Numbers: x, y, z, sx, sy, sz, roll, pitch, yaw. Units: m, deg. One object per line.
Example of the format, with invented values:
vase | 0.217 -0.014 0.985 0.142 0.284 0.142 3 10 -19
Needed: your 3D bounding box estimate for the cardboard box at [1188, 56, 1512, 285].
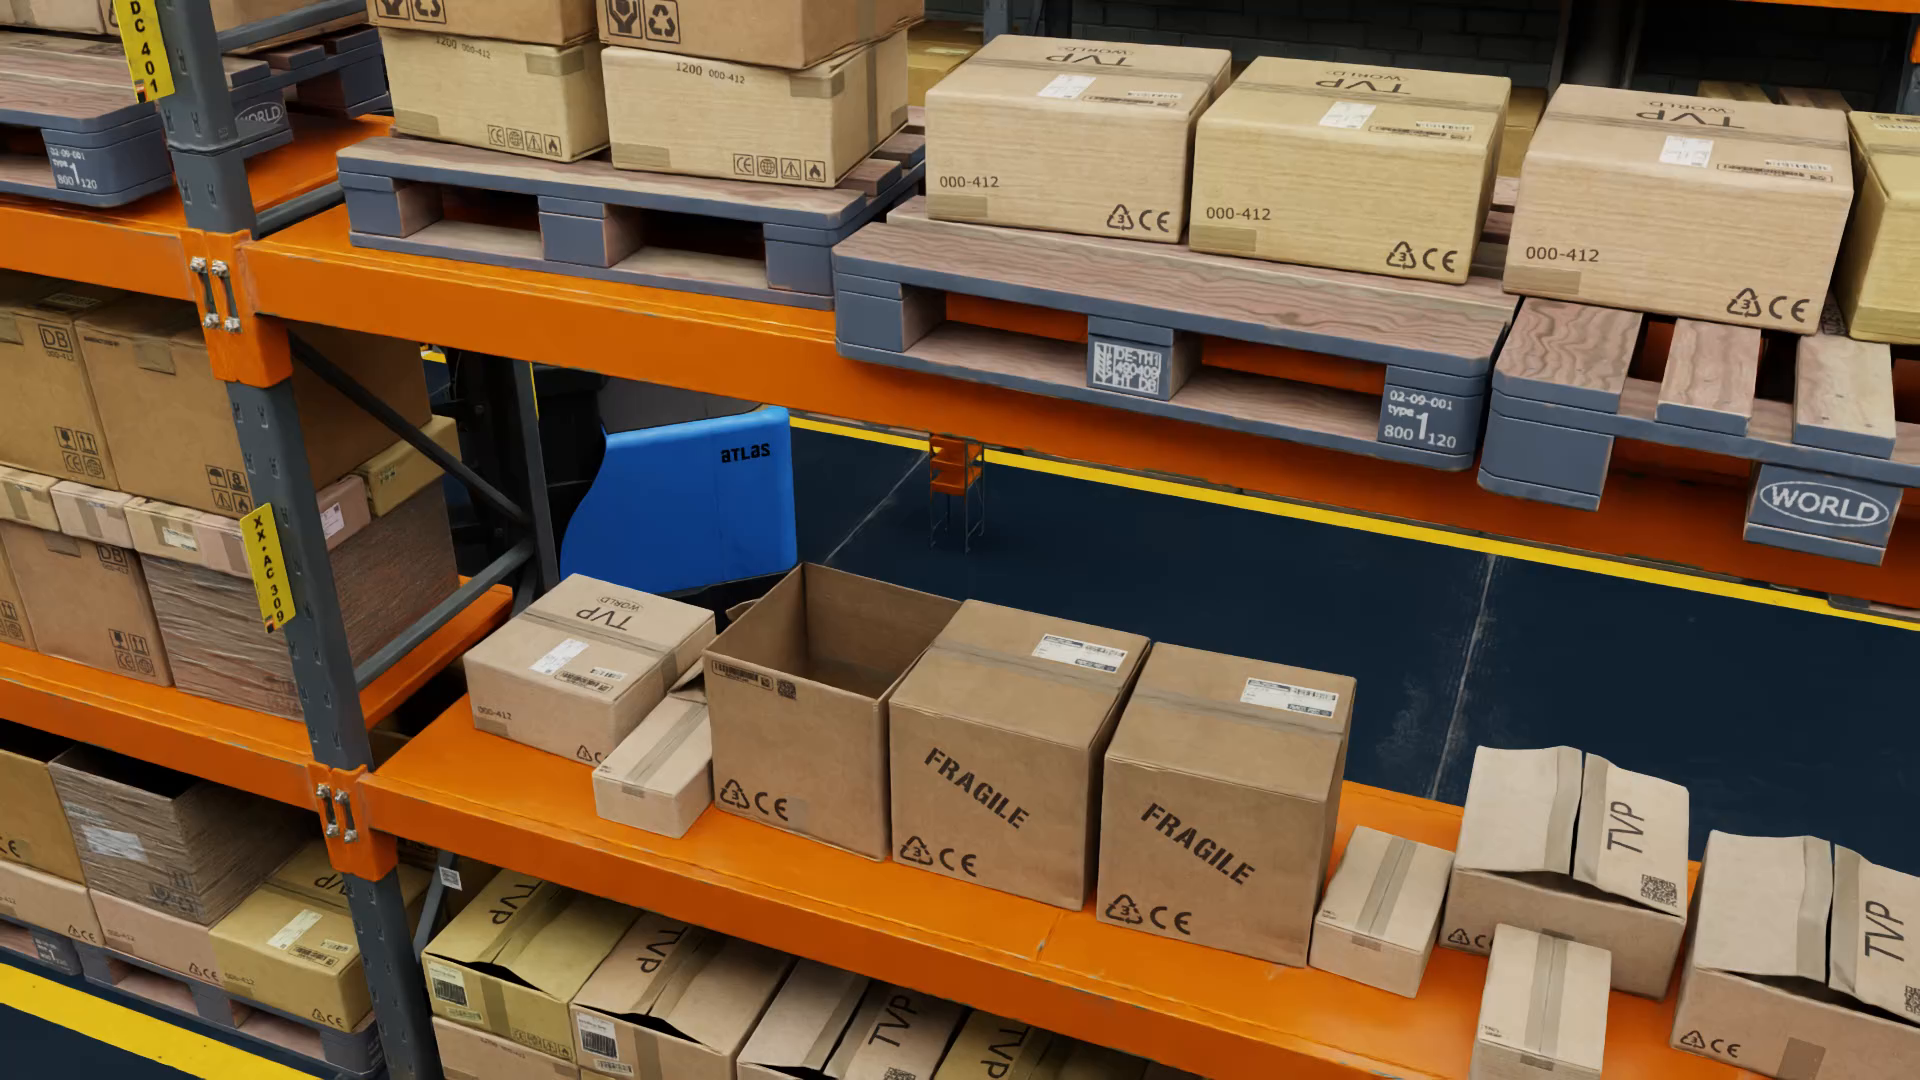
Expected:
cardboard box | 0.742 -0.712 3.138 0.500 0.250 0.500 11 31 18

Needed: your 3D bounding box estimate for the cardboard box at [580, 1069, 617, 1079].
cardboard box | -0.750 1.526 4.869 0.500 0.250 0.500 12 32 20

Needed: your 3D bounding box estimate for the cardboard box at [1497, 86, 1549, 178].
cardboard box | 2.459 -1.828 7.887 0.500 0.500 0.700 11 31 19

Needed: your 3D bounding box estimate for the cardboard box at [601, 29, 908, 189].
cardboard box | -0.427 -0.975 3.604 0.500 0.250 0.500 8 31 14

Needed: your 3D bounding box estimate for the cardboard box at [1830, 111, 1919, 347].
cardboard box | 1.761 -0.512 2.785 0.500 0.250 0.500 9 31 15

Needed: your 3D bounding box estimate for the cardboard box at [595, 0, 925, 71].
cardboard box | -0.411 -1.294 3.405 0.500 0.500 0.500 14 33 24

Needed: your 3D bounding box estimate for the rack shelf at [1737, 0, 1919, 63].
rack shelf | 2.208 -2.653 7.577 4.000 0.370 1.077 11 31 19

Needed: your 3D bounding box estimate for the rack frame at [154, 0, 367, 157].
rack frame | -1.504 -2.382 3.320 0.127 3.000 1.000 11 31 19

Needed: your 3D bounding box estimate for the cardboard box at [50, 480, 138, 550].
cardboard box | -2.309 -0.143 4.694 0.250 0.149 0.380 10 31 18

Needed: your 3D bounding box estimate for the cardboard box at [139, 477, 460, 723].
cardboard box | -1.918 0.107 4.911 0.500 0.500 0.700 10 31 18

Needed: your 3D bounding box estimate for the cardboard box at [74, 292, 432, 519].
cardboard box | -1.918 -0.458 4.592 0.500 0.500 0.700 11 31 19

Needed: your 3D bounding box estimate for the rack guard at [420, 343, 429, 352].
rack guard | -3.281 -1.668 10.693 0.348 0.500 1.175 11 31 19

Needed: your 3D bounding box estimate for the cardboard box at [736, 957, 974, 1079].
cardboard box | -0.273 1.380 4.558 0.500 0.311 0.500 10 31 17

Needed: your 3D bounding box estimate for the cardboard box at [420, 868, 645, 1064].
cardboard box | -1.215 1.189 4.895 0.500 0.311 0.500 11 31 19

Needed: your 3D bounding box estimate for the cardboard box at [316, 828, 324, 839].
cardboard box | -2.281 0.925 5.933 0.500 0.250 0.500 11 31 19

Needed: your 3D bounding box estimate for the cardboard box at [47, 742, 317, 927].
cardboard box | -2.475 0.833 5.333 0.500 0.500 0.500 11 31 19

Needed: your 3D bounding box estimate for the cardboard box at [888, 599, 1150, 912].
cardboard box | 0.154 0.525 4.170 0.500 0.500 0.500 11 31 19

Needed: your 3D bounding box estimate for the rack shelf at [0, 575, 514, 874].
rack shelf | -3.357 0.173 5.627 4.000 0.370 1.077 11 31 19

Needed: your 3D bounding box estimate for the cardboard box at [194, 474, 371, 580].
cardboard box | -1.837 -0.049 4.528 0.250 0.149 0.380 11 31 19

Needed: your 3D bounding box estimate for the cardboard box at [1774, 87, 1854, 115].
cardboard box | 3.730 -1.858 7.280 0.250 0.149 0.380 7 30 13

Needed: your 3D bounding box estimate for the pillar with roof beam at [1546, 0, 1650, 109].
pillar with roof beam | 1.563 -2.574 3.658 0.400 9.000 9.100 11 31 19

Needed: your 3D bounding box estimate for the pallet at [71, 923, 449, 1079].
pallet | -2.225 1.277 5.776 1.213 0.211 1.003 11 31 19

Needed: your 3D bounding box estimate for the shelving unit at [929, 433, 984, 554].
shelving unit | -0.013 -0.525 7.959 0.189 1.200 0.258 11 31 19

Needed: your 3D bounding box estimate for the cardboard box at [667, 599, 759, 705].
cardboard box | -0.620 0.367 4.689 0.258 0.266 0.396 11 31 18

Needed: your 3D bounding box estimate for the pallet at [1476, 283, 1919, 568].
pallet | 1.540 -0.339 2.945 1.003 0.211 1.213 13 32 21

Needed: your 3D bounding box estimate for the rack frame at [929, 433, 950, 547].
rack frame | -0.098 -0.542 7.989 0.006 1.200 0.240 11 31 19

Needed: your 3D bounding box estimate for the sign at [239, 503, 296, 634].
sign | -1.711 0.071 4.115 0.005 0.325 0.100 11 31 19

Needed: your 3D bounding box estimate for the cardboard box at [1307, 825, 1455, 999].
cardboard box | 0.999 0.869 3.920 0.250 0.149 0.380 14 32 23

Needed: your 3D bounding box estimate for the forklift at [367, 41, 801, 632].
forklift | -2.287 -0.863 6.798 3.031 2.935 1.130 -10 31 -17

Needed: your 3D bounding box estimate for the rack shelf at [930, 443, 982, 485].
rack shelf | -0.013 -0.382 8.040 0.180 0.103 0.258 11 31 19

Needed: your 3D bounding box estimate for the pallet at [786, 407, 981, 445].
pallet | -0.281 -0.924 9.671 1.213 0.211 1.003 11 31 19

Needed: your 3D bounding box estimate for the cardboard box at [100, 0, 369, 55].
cardboard box | -1.872 -1.577 4.273 0.500 0.500 0.500 14 32 23

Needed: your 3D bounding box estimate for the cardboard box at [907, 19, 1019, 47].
cardboard box | -0.002 -2.482 8.963 0.500 0.500 0.500 11 31 18

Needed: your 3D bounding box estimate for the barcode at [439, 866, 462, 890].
barcode | -1.424 0.945 4.647 0.075 0.075 0.001 11 31 19

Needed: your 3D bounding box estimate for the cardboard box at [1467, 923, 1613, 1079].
cardboard box | 1.265 1.038 3.620 0.250 0.149 0.380 11 31 19

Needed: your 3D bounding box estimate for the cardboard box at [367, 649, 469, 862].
cardboard box | -1.816 0.689 5.589 0.500 0.500 0.500 11 31 19

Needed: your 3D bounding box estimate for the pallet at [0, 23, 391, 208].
pallet | -2.304 -1.184 4.338 1.213 0.211 1.003 11 31 19

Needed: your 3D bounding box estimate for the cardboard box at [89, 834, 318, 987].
cardboard box | -2.476 1.160 5.516 0.500 0.250 0.500 11 31 19

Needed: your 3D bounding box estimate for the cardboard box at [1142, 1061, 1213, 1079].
cardboard box | 0.674 1.567 4.227 0.500 0.311 0.500 11 31 19

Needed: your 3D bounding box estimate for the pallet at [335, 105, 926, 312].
pallet | -0.682 -0.836 3.827 1.217 0.209 0.805 10 31 17

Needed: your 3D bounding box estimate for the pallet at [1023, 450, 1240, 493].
pallet | 1.077 -0.673 9.226 1.213 0.211 1.003 11 31 19

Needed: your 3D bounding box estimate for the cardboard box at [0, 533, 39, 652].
cardboard box | -2.872 -0.083 5.246 0.500 0.500 0.700 12 32 20

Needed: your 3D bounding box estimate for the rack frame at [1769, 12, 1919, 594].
rack frame | 4.061 -1.290 7.484 0.127 3.000 1.000 11 31 19

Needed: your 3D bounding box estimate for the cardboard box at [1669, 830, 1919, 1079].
cardboard box | 1.882 0.921 3.663 0.500 0.311 0.500 13 32 22

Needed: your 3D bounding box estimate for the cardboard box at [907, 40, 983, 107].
cardboard box | -0.200 -2.246 8.546 0.500 0.500 0.500 11 31 19
